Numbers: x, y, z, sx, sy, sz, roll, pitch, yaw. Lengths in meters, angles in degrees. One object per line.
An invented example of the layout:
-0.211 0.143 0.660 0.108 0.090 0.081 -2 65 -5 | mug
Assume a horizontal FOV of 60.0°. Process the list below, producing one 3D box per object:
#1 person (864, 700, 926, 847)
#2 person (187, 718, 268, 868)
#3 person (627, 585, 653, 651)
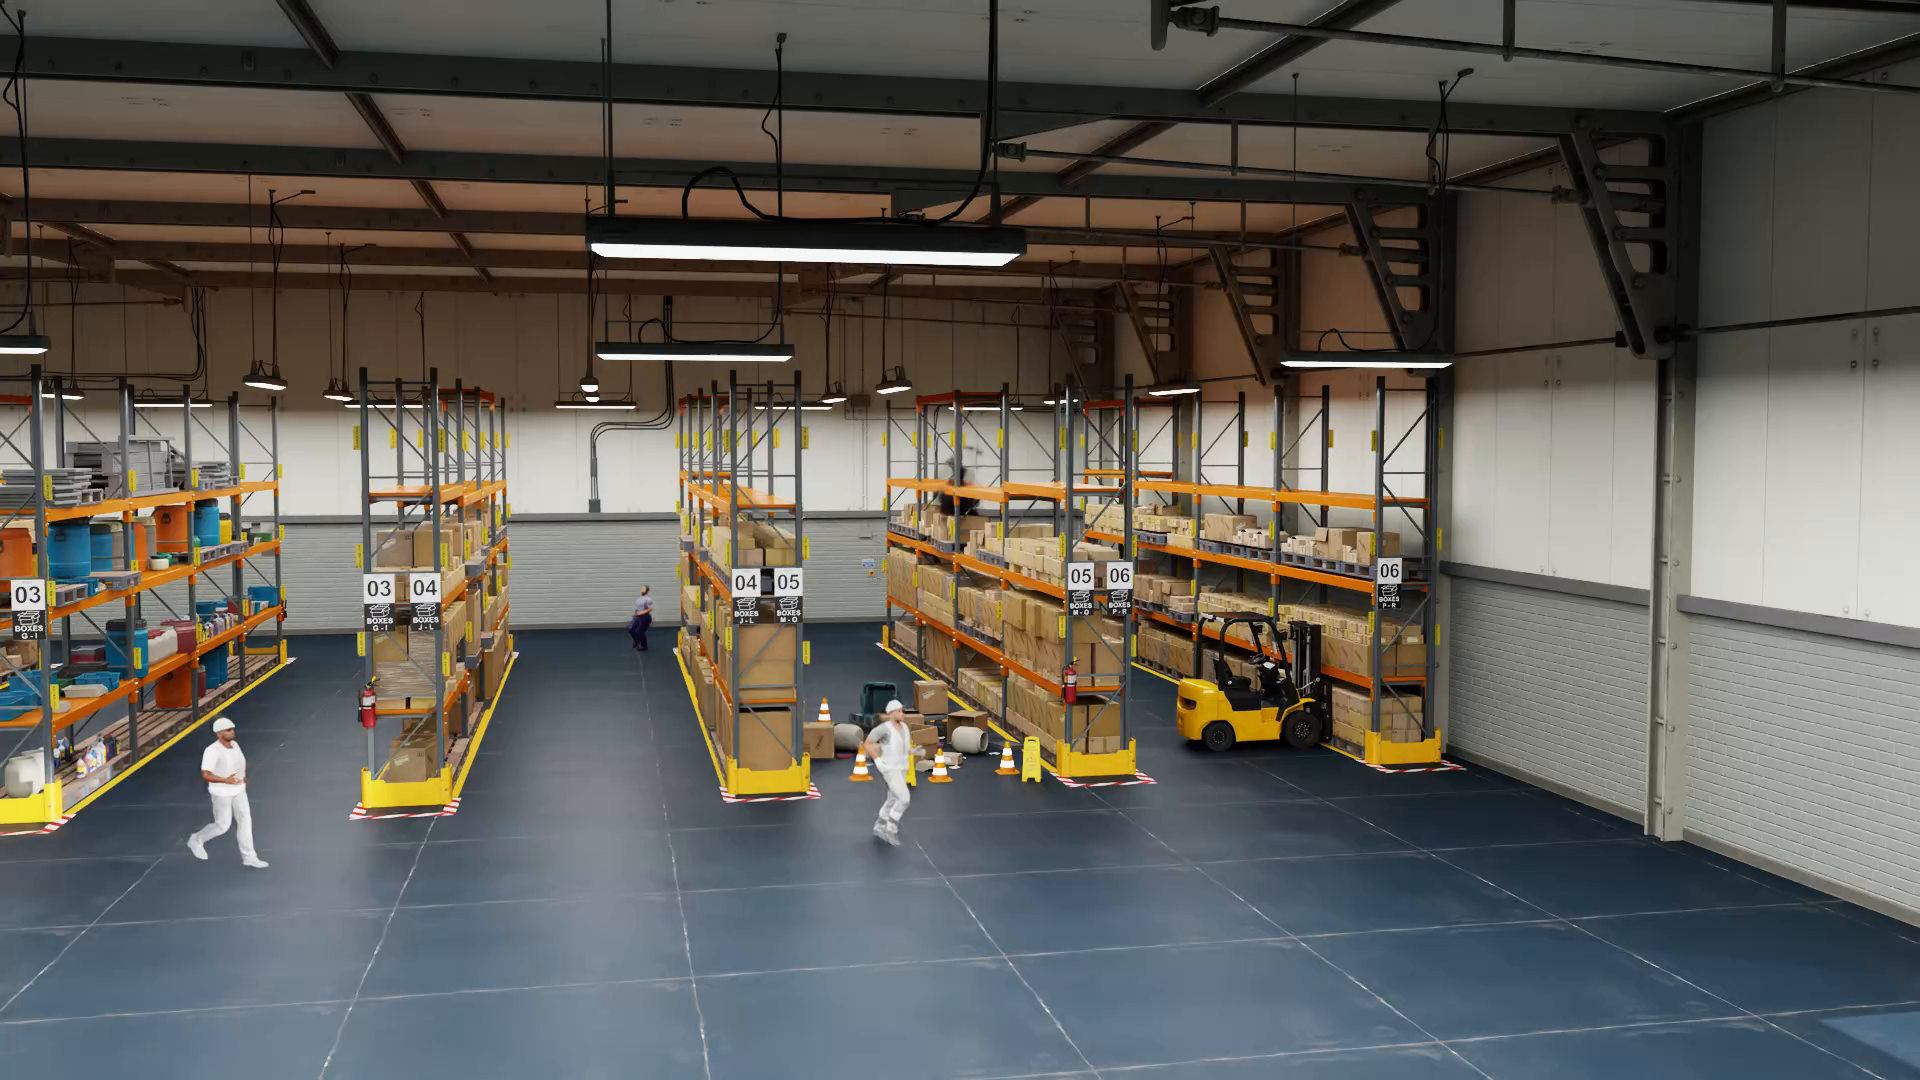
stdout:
-0.791 2.889 20.621 0.726 1.809 0.632 2 4 33 | person
-8.574 2.950 19.422 0.977 1.754 0.709 1 3 13 | person
-7.571 1.857 39.489 0.621 1.583 0.582 3 4 37 | person
